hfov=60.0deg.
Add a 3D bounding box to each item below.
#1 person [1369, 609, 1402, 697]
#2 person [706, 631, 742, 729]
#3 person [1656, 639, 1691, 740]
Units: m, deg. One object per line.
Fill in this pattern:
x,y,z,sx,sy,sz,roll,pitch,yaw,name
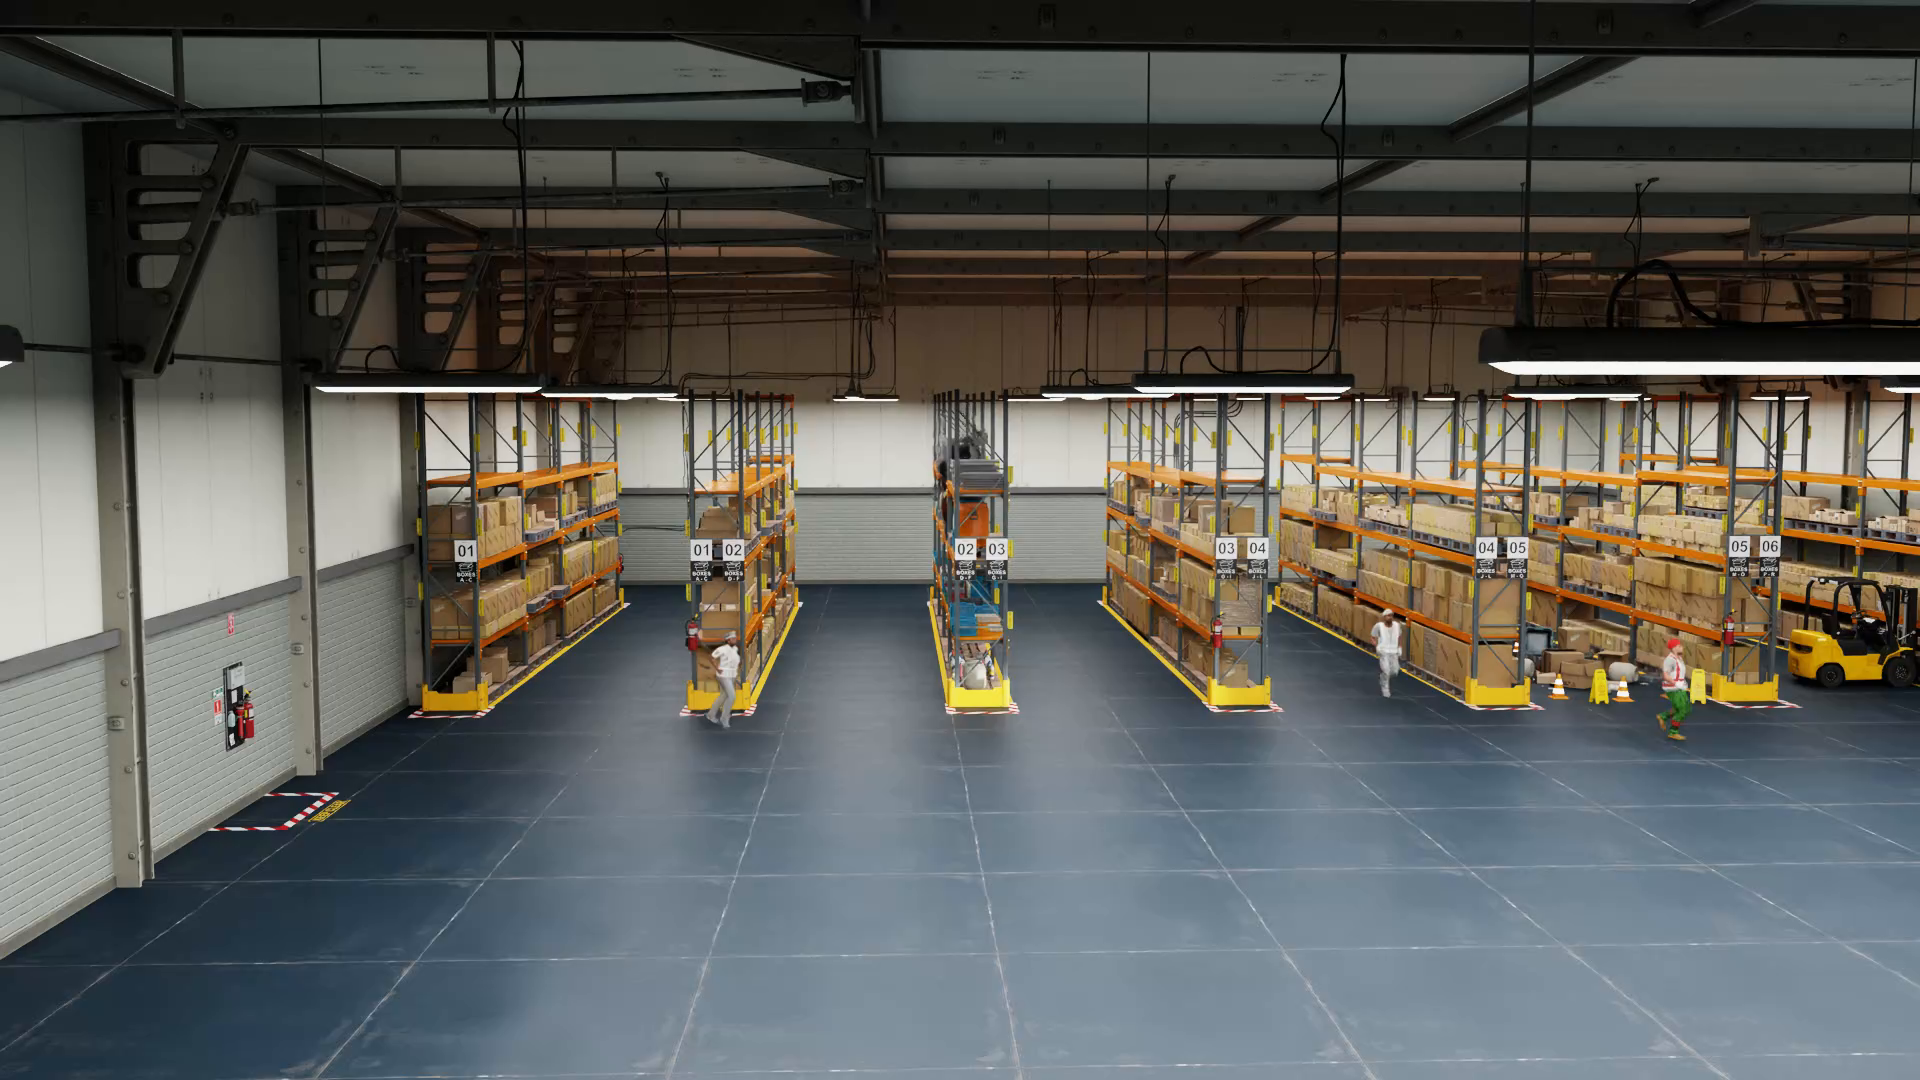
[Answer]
8.390,2.202,32.730,0.686,1.728,0.620,-1,5,-9,person
-4.168,2.476,29.665,0.697,1.748,0.563,2,5,28,person
12.179,2.542,28.447,0.570,1.727,0.695,4,6,43,person
